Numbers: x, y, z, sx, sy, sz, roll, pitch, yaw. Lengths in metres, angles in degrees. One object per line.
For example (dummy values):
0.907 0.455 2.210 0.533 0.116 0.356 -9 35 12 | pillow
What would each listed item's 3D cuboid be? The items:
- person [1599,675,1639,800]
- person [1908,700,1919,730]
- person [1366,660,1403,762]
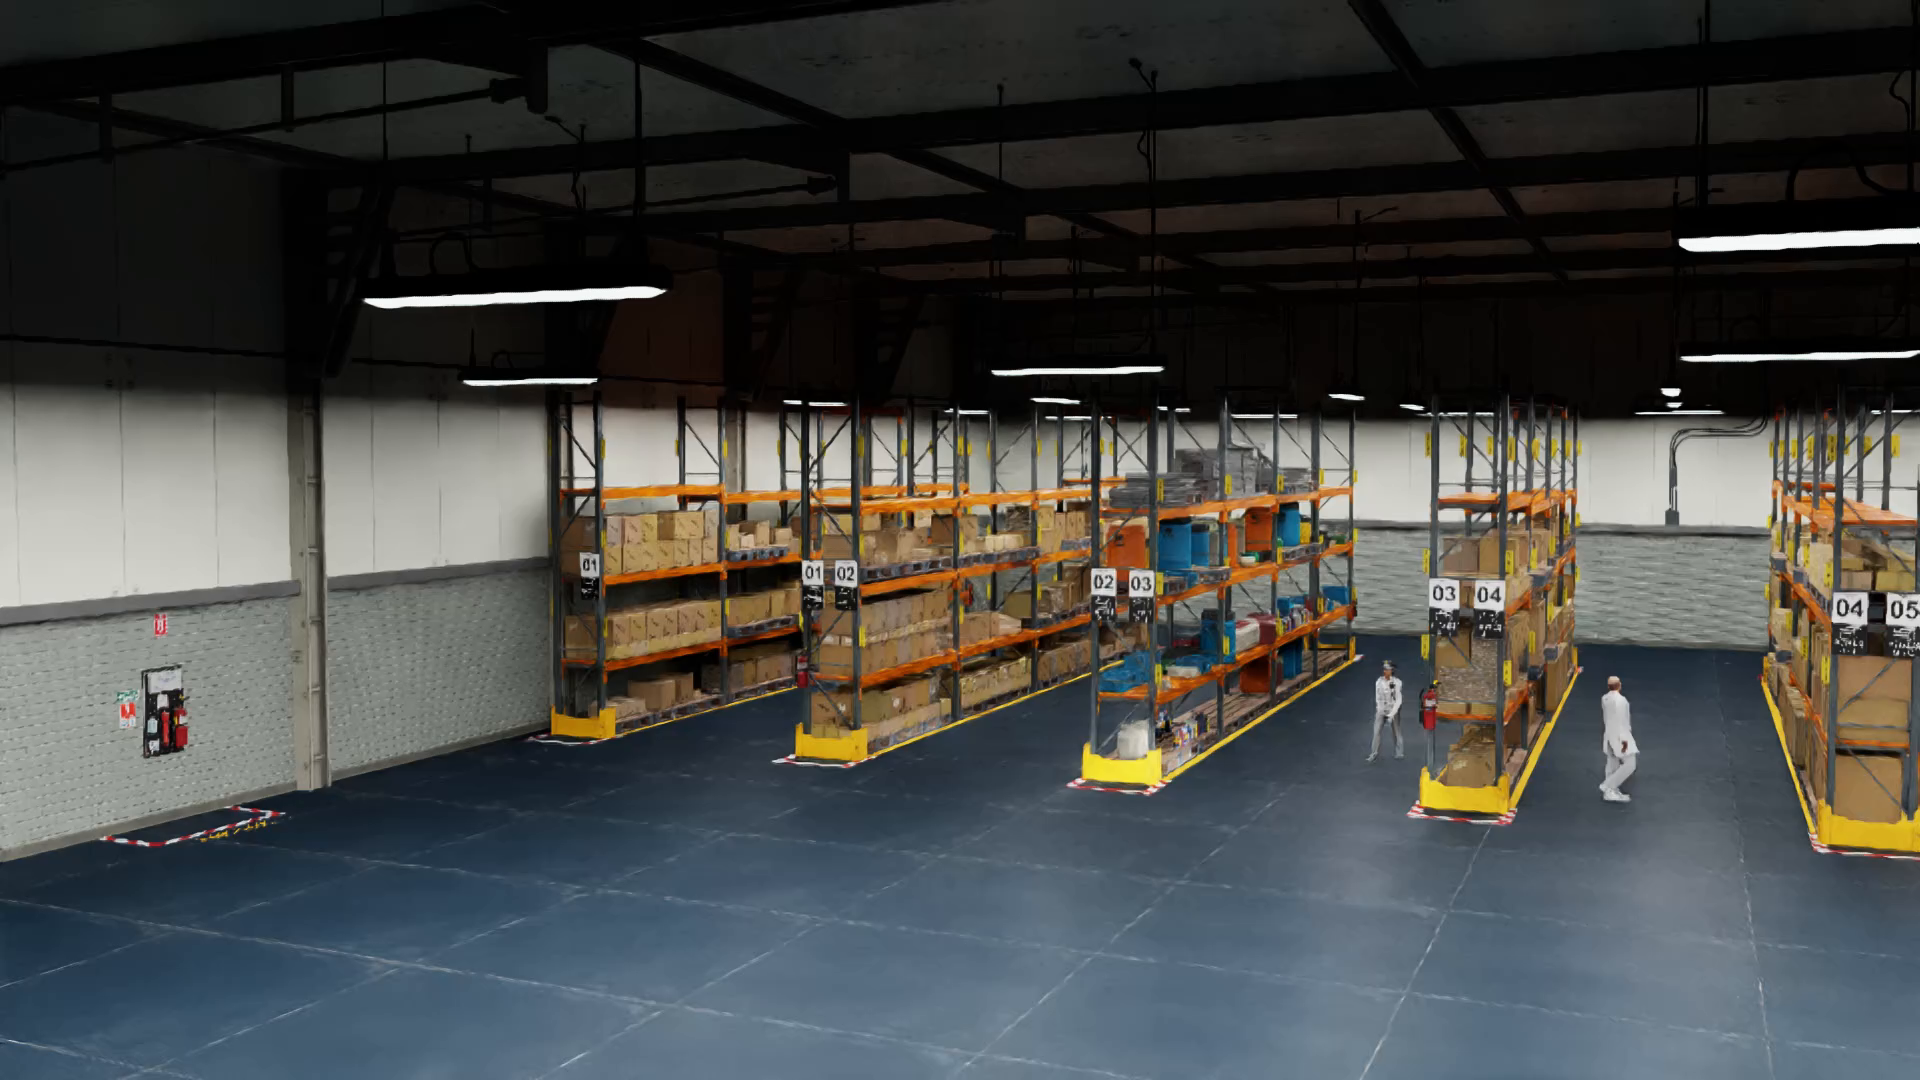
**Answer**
9.291 2.809 23.541 0.516 1.777 0.628 0 3 -4 | person
16.991 2.463 29.656 0.452 1.768 0.632 0 3 -7 | person
6.824 2.707 26.492 0.484 1.620 0.986 2 4 33 | person
